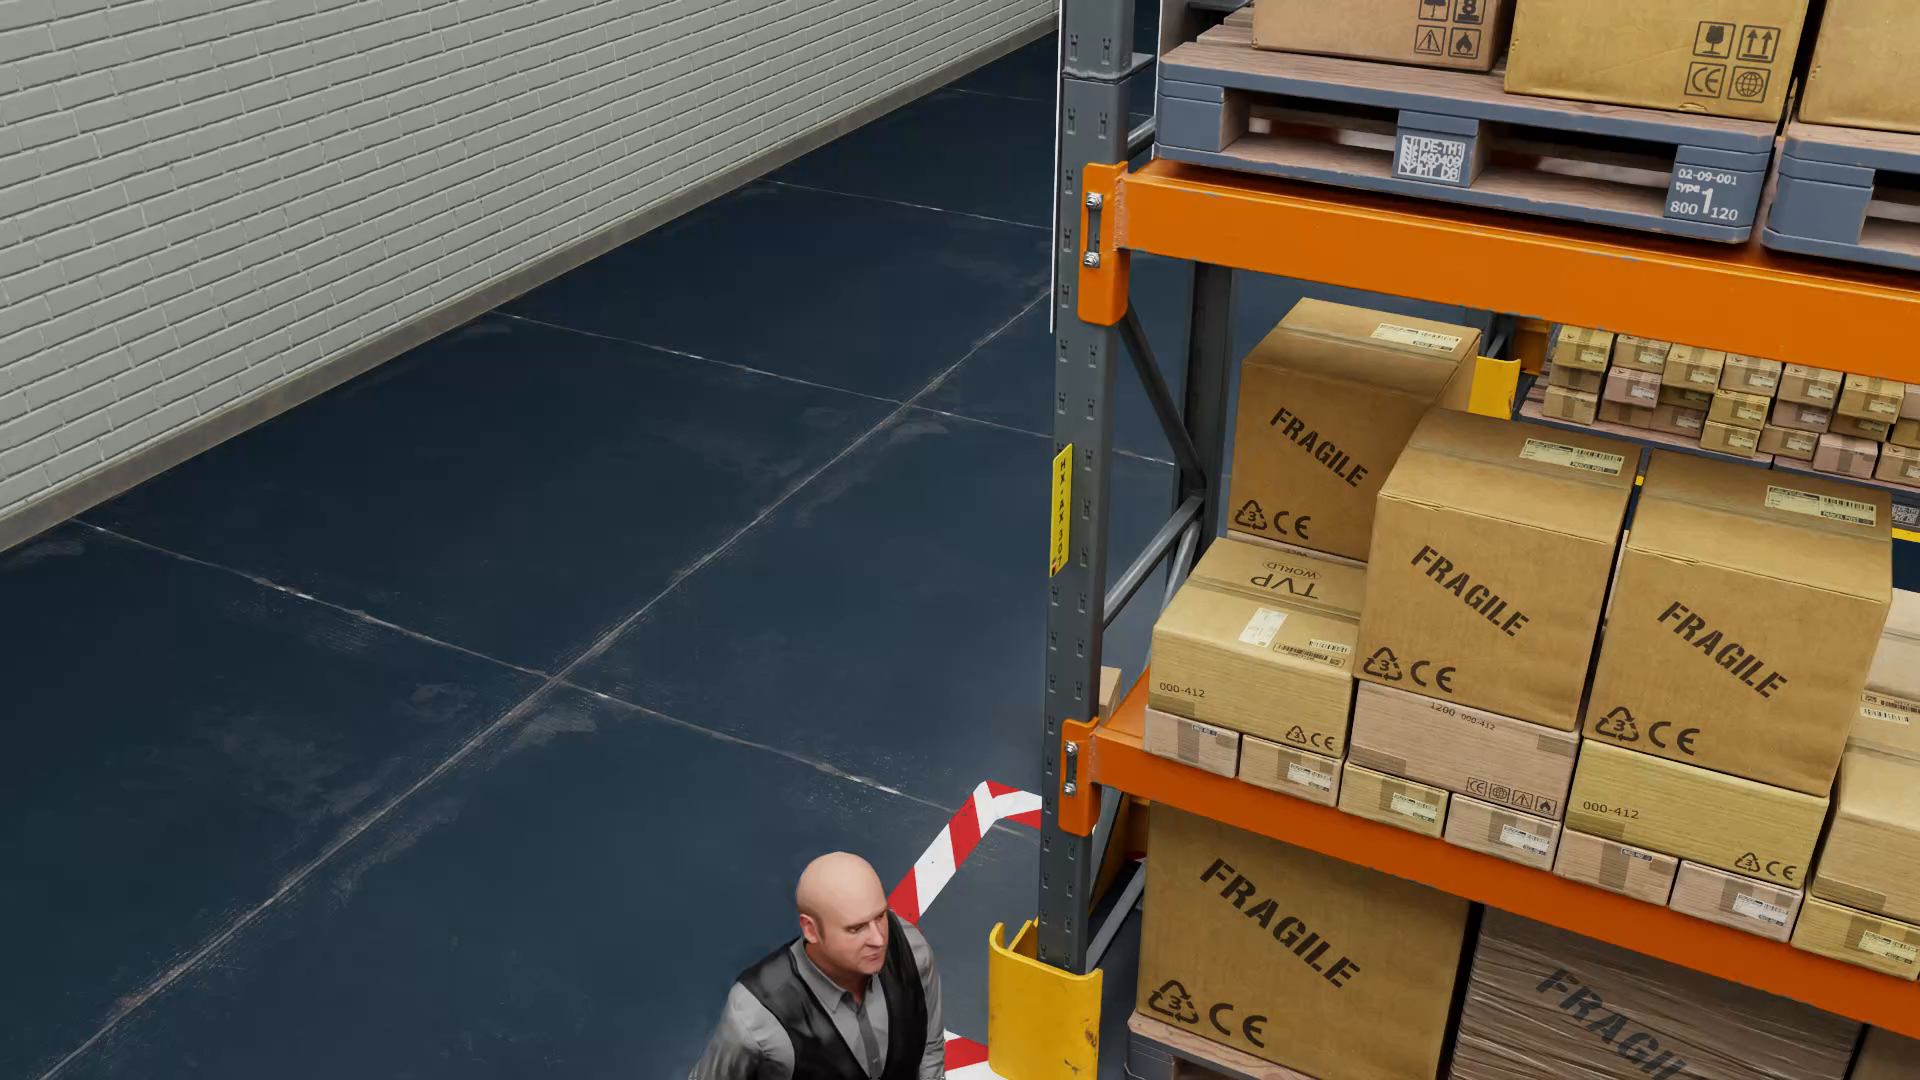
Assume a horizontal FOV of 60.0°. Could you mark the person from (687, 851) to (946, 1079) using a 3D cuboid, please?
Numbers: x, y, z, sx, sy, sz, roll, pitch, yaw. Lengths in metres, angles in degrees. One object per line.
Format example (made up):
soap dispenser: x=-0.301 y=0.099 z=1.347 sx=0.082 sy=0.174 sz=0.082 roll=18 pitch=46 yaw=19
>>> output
person: x=-0.278 y=1.435 z=3.732 sx=0.584 sy=1.582 sz=1.043 roll=-26 pitch=39 yaw=-38
